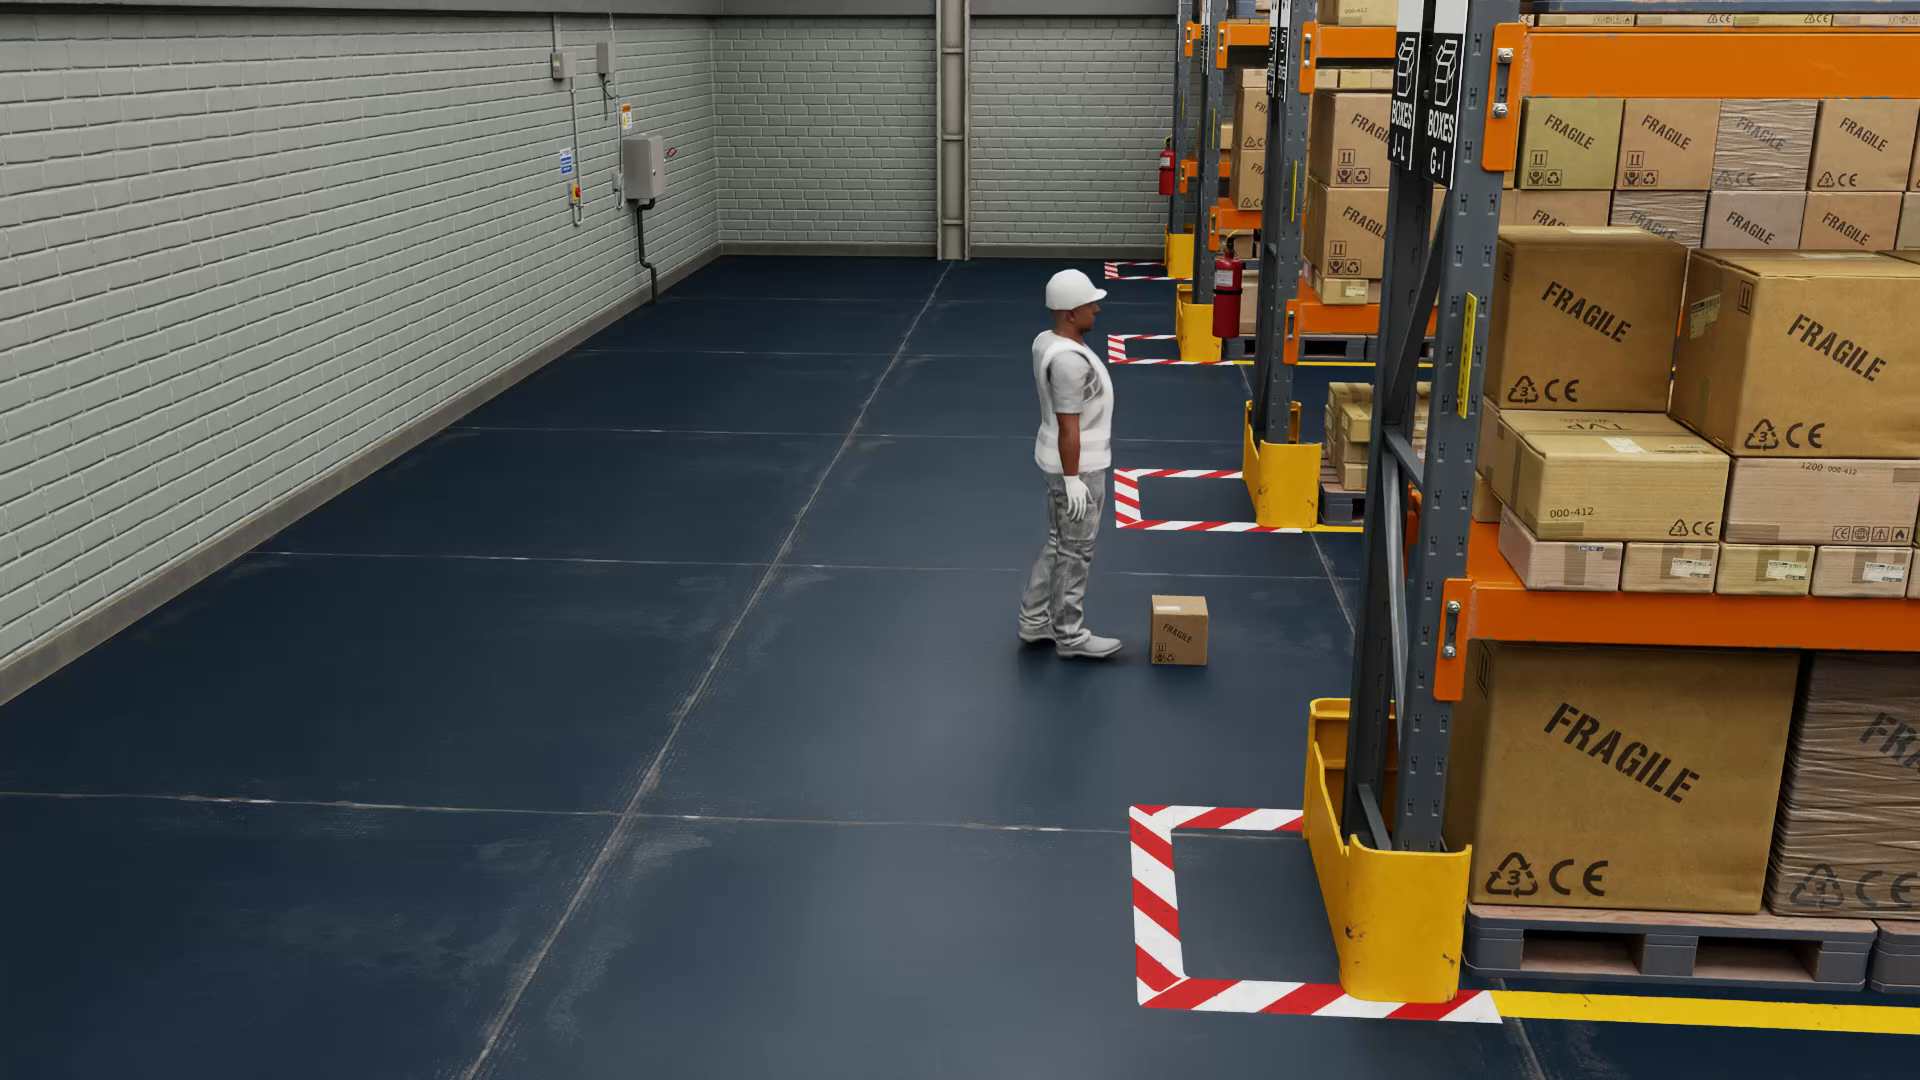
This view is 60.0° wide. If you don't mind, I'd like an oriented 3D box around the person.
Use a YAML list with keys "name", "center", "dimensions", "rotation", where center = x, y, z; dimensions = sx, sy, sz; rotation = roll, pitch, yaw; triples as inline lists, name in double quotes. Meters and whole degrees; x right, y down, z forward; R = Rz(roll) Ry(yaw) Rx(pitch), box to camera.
- name: "person"
  center: [0.513, -0.334, 7.547]
  dimensions: [0.462, 1.790, 0.596]
  rotation: [-2, 17, -6]
